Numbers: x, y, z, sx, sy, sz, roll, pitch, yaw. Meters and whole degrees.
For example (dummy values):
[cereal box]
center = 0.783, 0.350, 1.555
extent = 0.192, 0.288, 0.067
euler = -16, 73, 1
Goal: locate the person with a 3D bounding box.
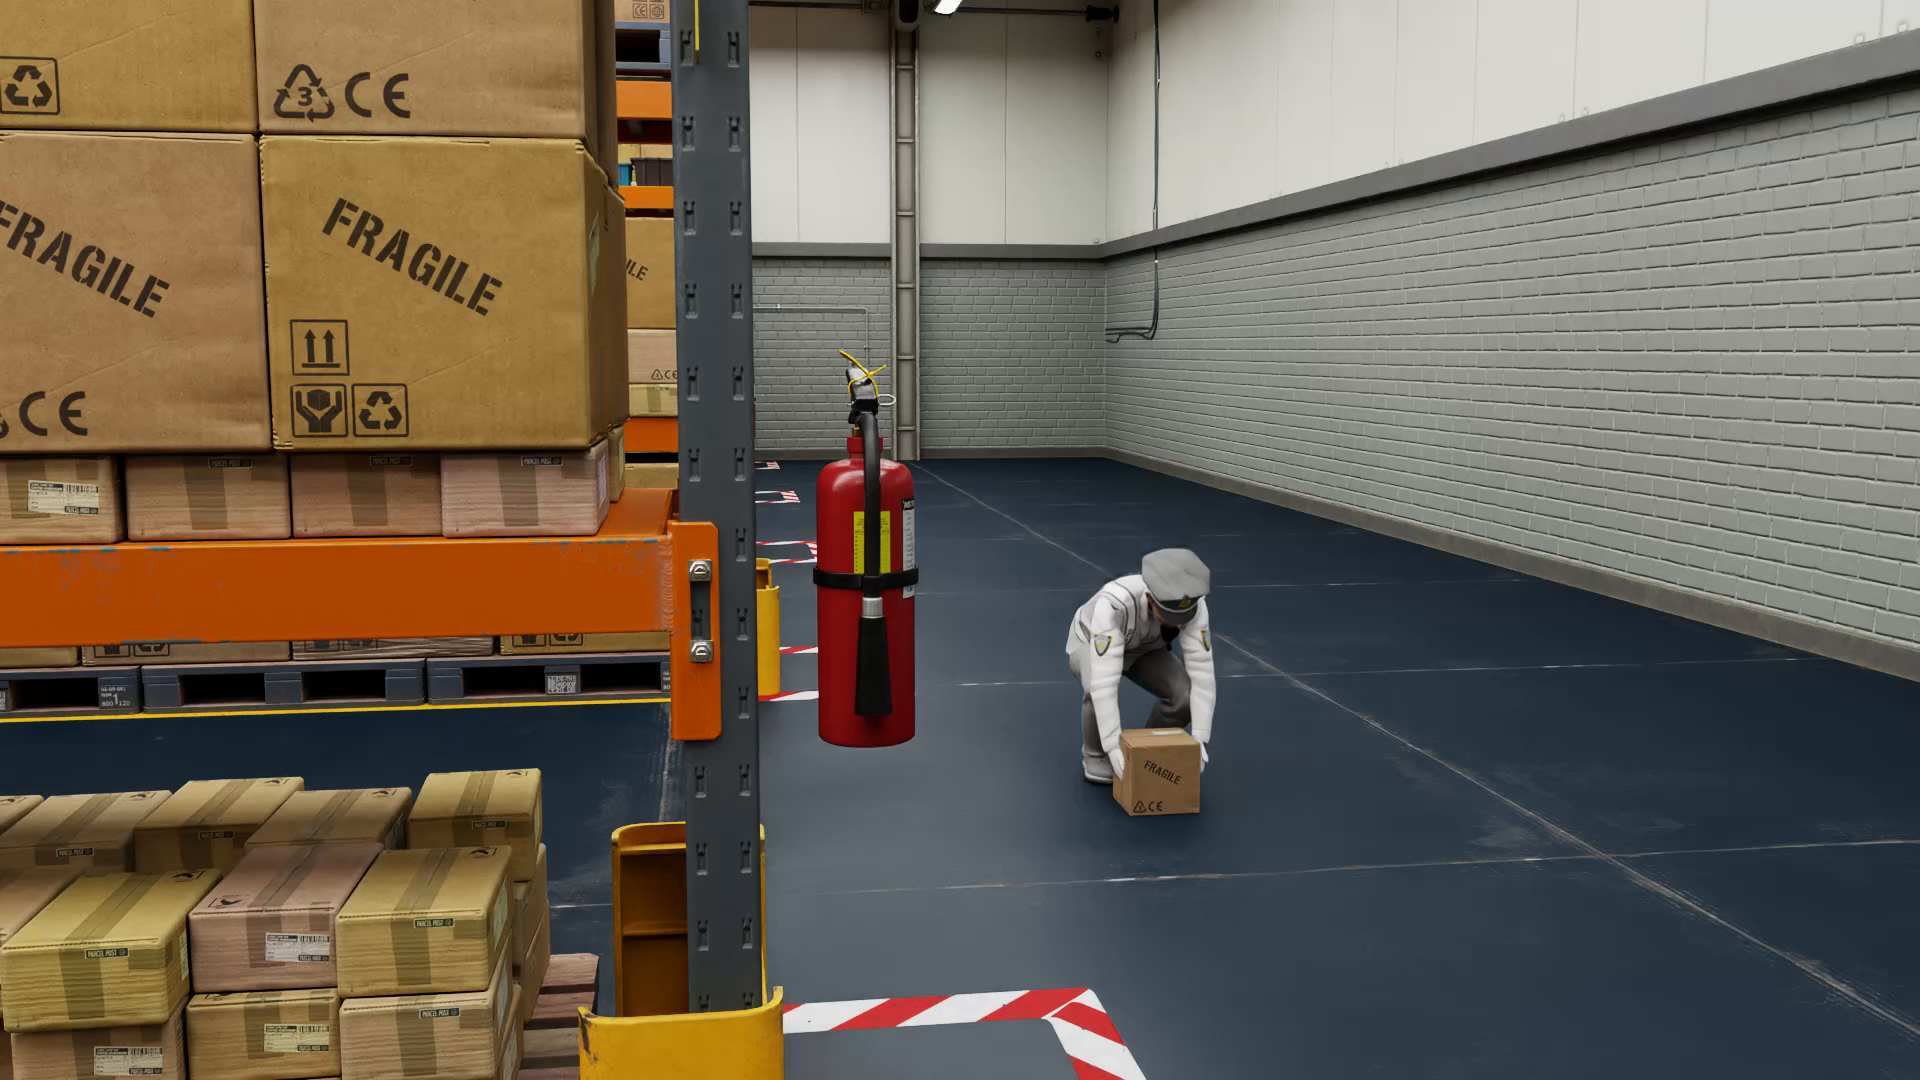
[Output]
[person]
center = 0.674, 0.457, 6.187
extent = 0.478, 0.913, 0.854
euler = -1, 7, -9
